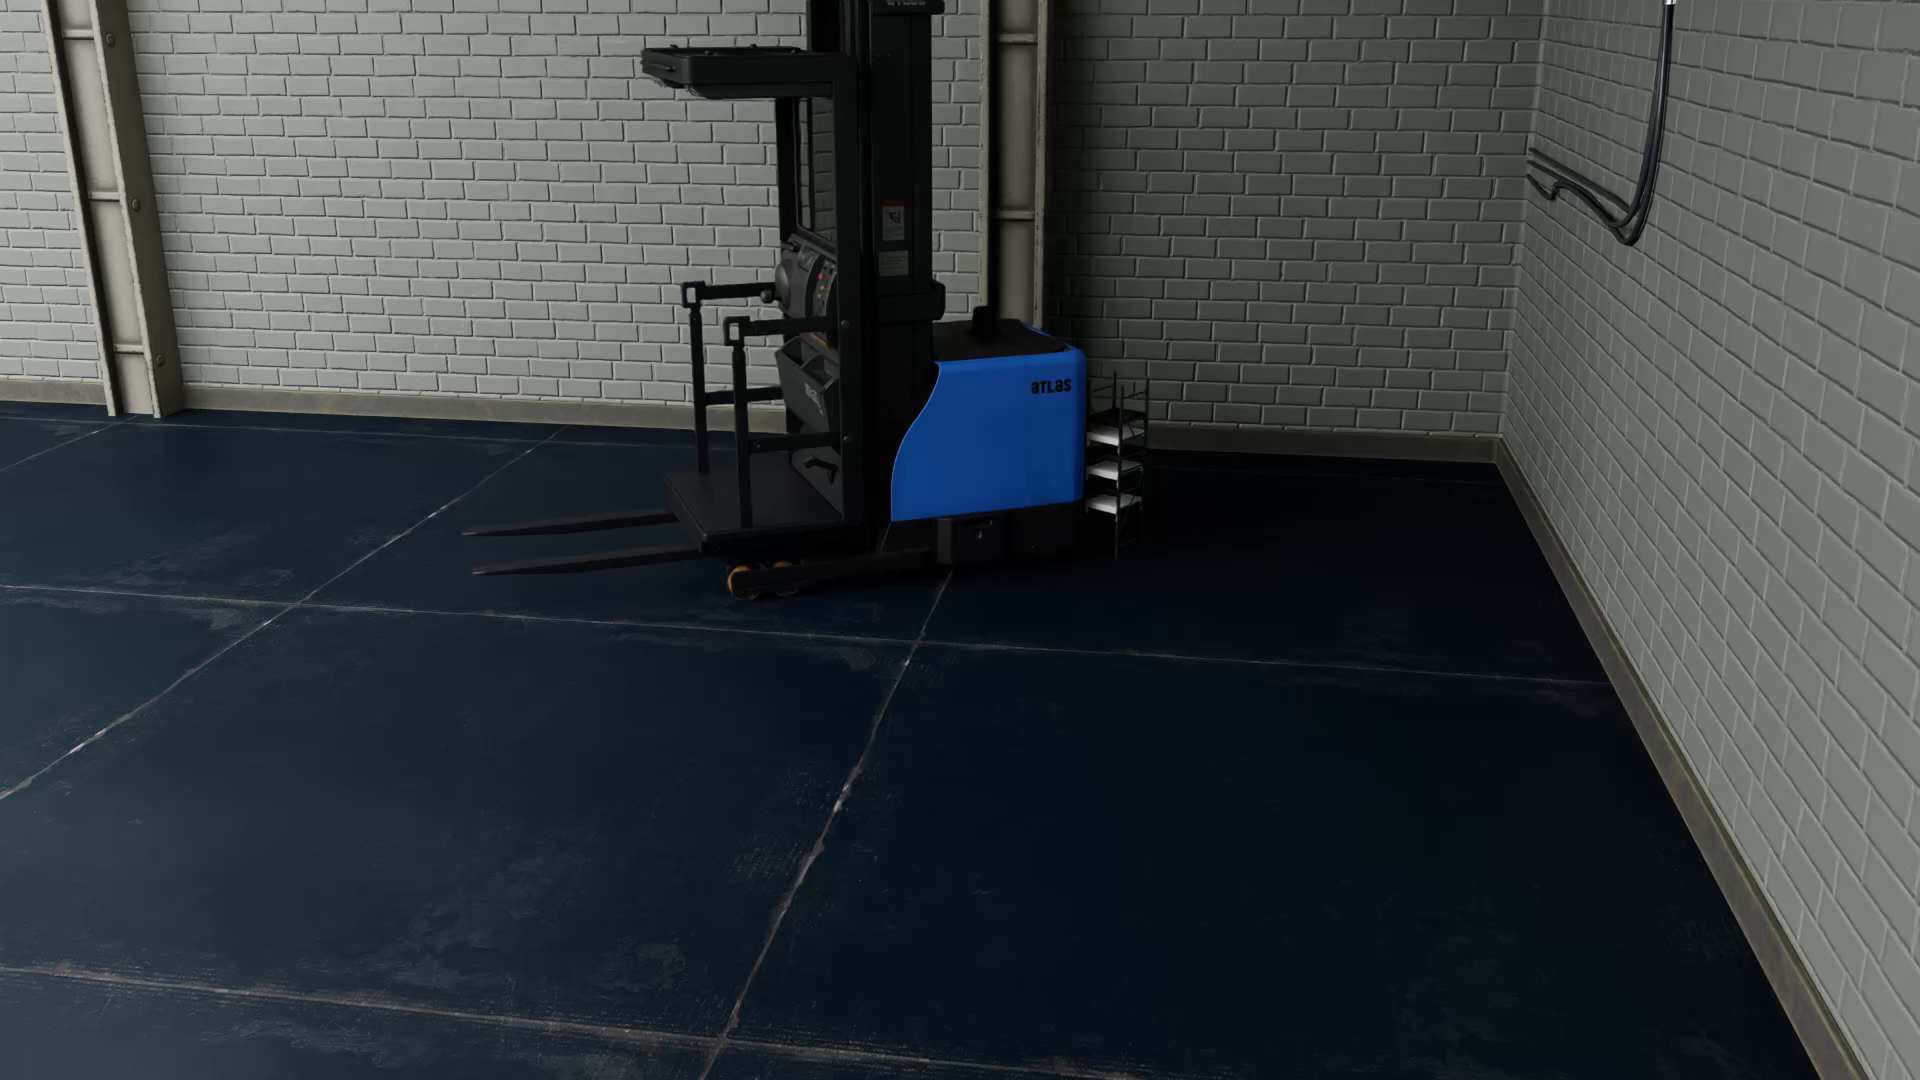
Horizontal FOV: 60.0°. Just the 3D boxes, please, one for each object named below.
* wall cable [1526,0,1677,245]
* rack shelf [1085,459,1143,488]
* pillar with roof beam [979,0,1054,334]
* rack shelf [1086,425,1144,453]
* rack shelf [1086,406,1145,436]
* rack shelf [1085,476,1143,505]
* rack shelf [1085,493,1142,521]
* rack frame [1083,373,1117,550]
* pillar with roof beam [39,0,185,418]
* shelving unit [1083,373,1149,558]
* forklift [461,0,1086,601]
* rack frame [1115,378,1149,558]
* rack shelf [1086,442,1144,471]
[{"bbox_3d":[3.034,-2.816,7.932,0.112,2.526,3.097,3,19,9],"label":"wall cable"},{"bbox_3d":[0.800,-0.351,8.538,0.200,0.077,0.258,16,24,39],"label":"rack shelf"},{"bbox_3d":[-0.348,-3.503,5.090,0.400,9.000,9.100,3,19,9],"label":"pillar with roof beam"},{"bbox_3d":[0.800,-0.521,8.481,0.200,0.077,0.258,16,24,39],"label":"rack shelf"},{"bbox_3d":[0.800,-0.607,8.452,0.200,0.077,0.258,16,24,39],"label":"rack shelf"},{"bbox_3d":[0.800,-0.265,8.566,0.200,0.077,0.258,16,24,39],"label":"rack shelf"},{"bbox_3d":[0.800,-0.180,8.595,0.200,0.077,0.258,16,24,39],"label":"rack shelf"},{"bbox_3d":[0.724,-0.403,8.591,0.006,0.900,0.240,16,24,39],"label":"rack frame"},{"bbox_3d":[-6.272,-3.805,5.992,0.400,9.000,9.100,3,19,9],"label":"pillar with roof beam"},{"bbox_3d":[0.800,-0.382,8.527,0.210,0.900,0.258,16,24,39],"label":"shelving unit"},{"bbox_3d":[-0.932,-1.286,8.029,3.031,2.935,1.130,-7,20,-19],"label":"forklift"},{"bbox_3d":[0.877,-0.361,8.464,0.006,0.900,0.240,16,24,39],"label":"rack frame"},{"bbox_3d":[0.800,-0.436,8.509,0.200,0.077,0.258,16,24,39],"label":"rack shelf"}]
